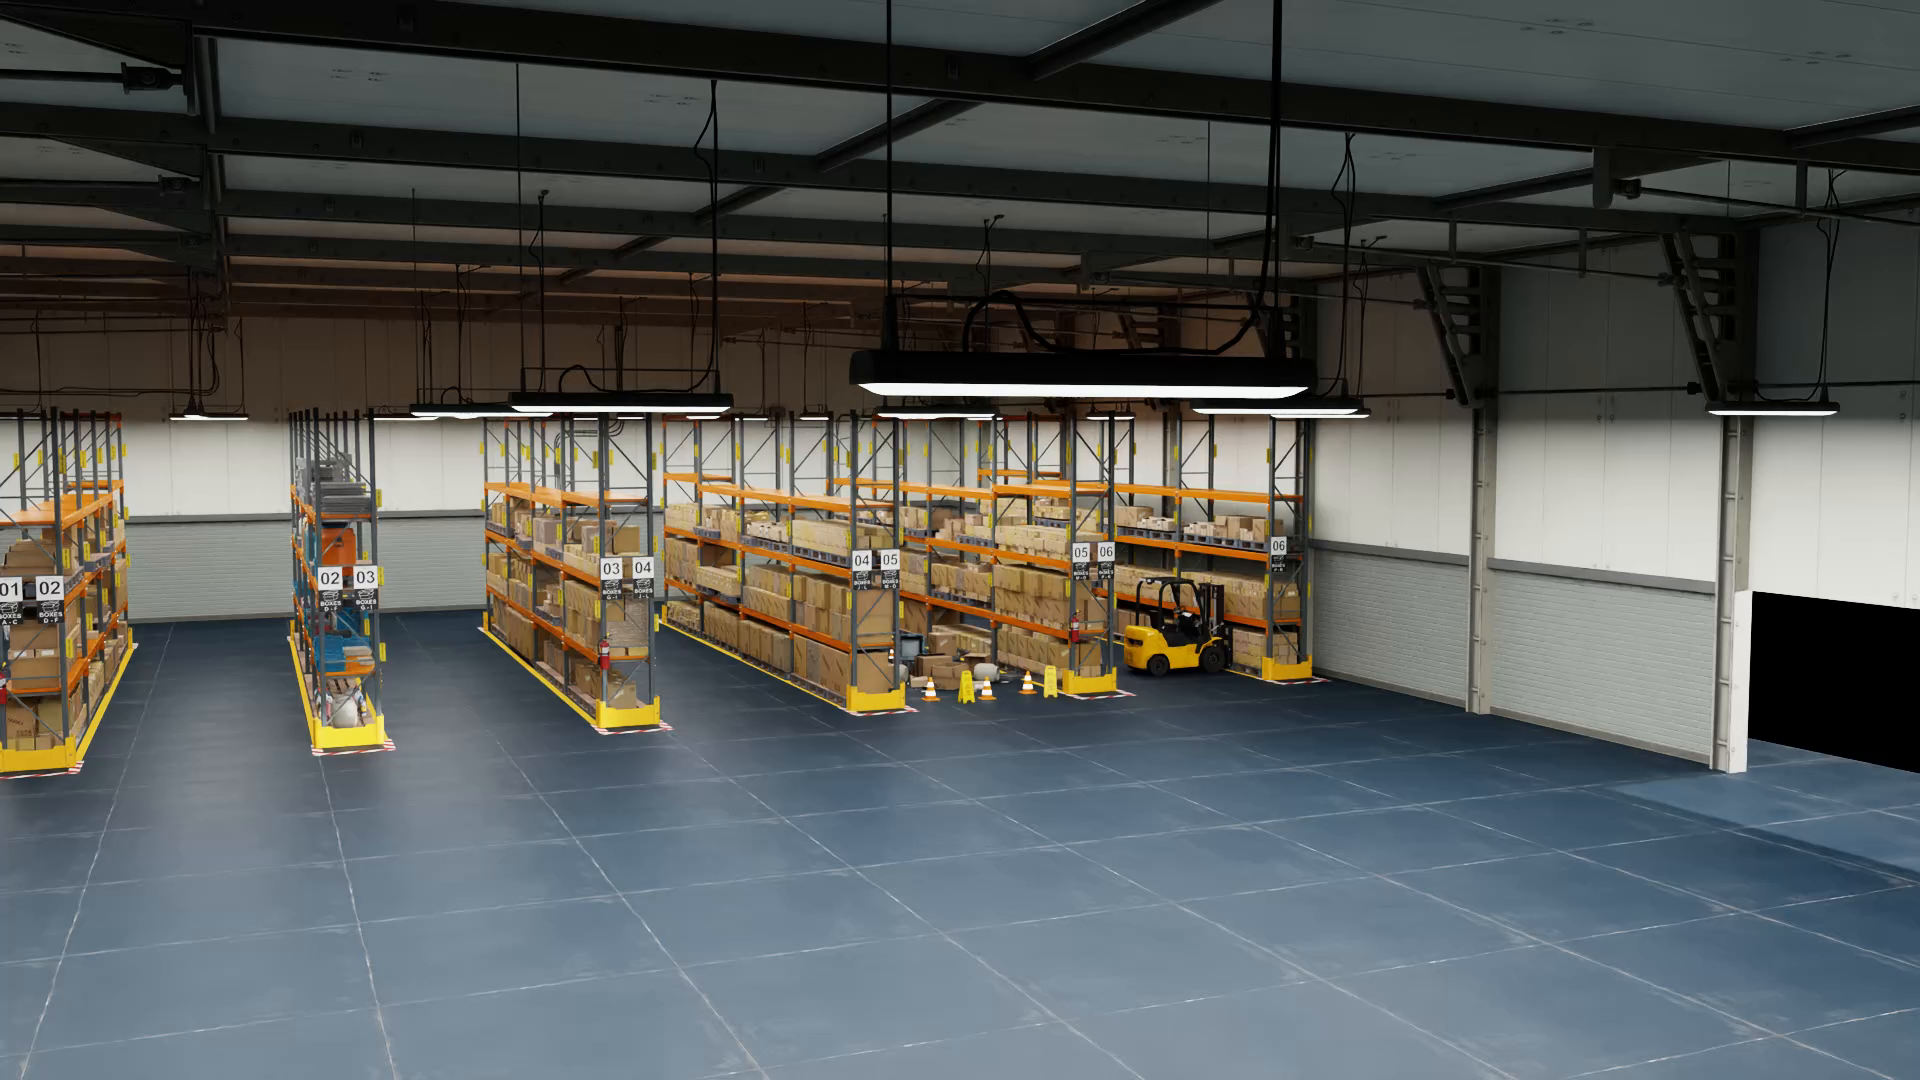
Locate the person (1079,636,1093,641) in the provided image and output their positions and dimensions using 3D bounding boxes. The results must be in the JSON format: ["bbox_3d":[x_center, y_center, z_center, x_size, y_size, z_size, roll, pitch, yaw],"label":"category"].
[{"bbox_3d":[3.038,2.130,39.816,0.458,1.715,0.595,-2,5,-28],"label":"person"}]

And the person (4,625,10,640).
[{"bbox_3d":[-22.096,2.165,38.901,0.526,1.677,0.496,0,4,-2],"label":"person"}]
